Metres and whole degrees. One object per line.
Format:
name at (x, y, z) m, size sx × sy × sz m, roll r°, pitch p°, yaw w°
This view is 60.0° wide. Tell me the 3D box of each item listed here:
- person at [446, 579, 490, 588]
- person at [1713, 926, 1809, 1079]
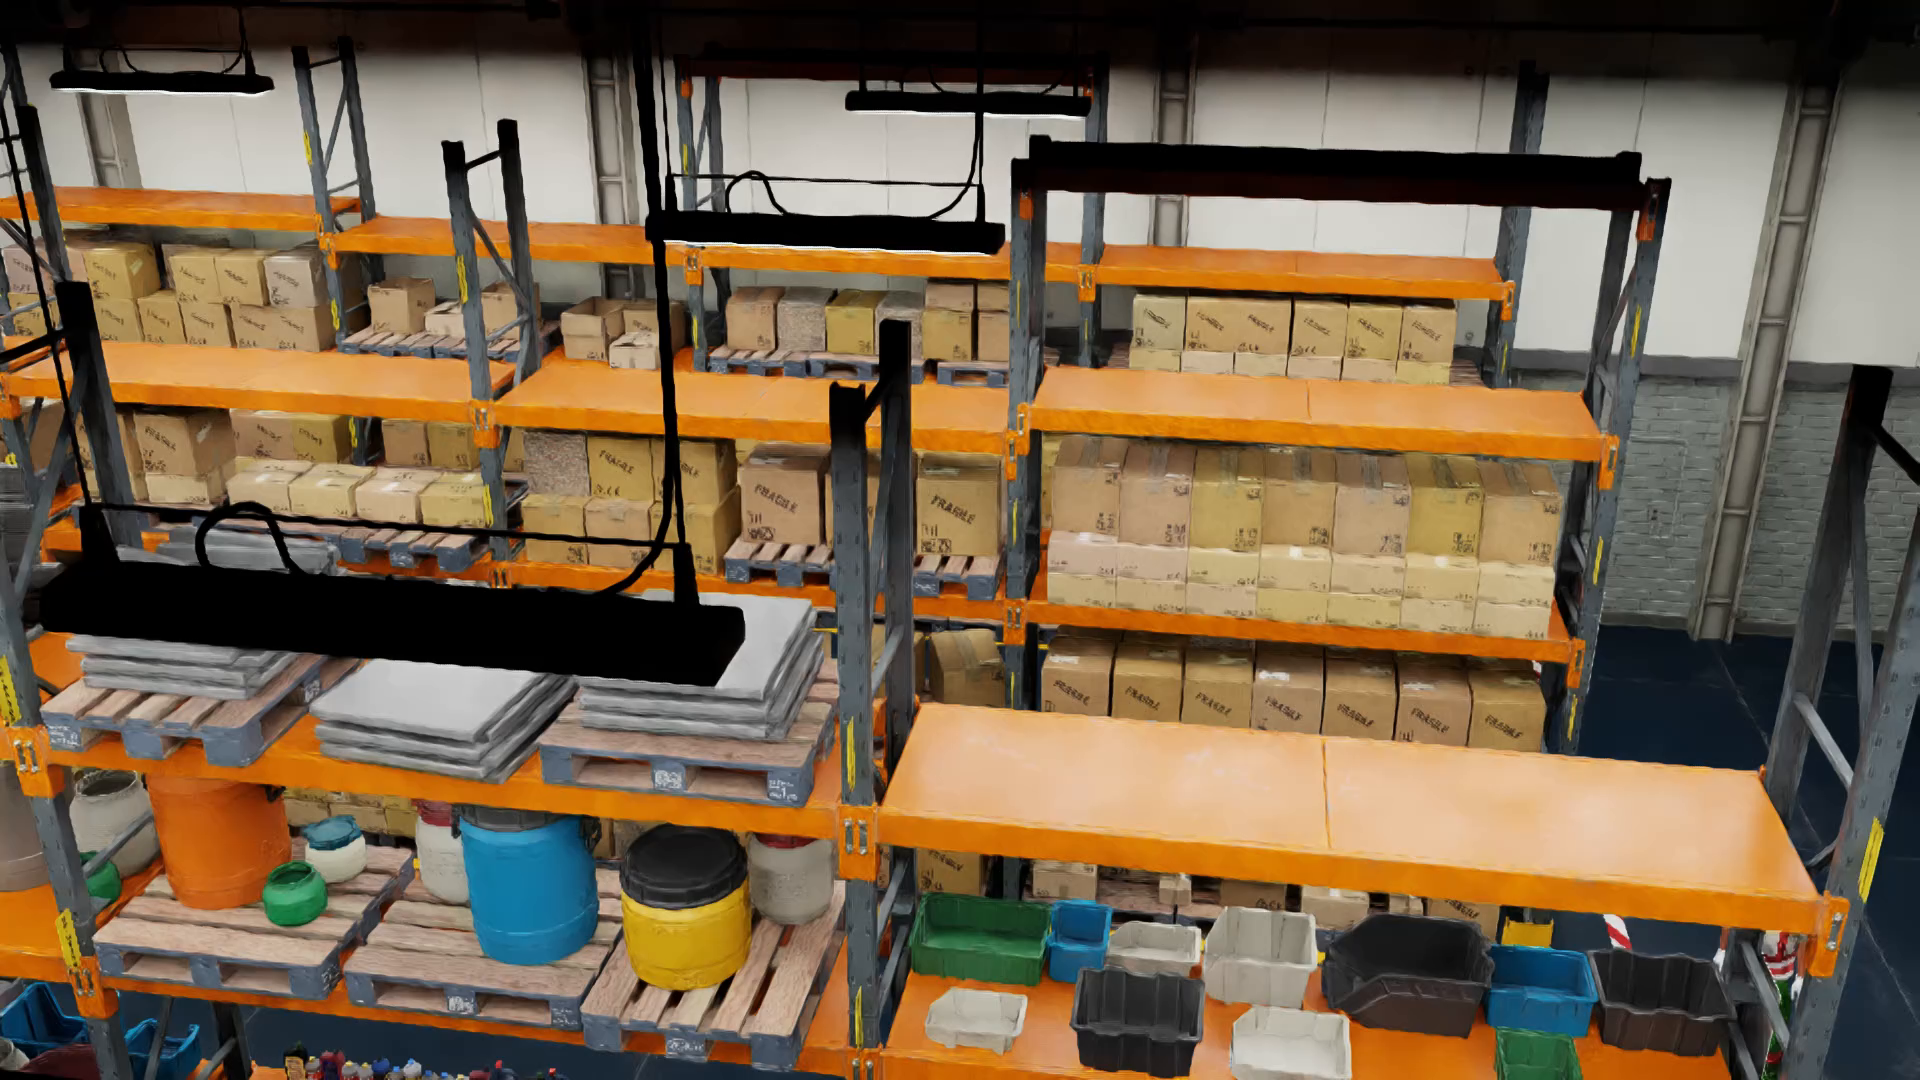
person at (-5.179, 0.327, 17.359) m, size 0.842 × 1.719 × 0.676 m, roll -3°, pitch 23°, yaw -6°
person at (5.421, 2.903, 11.211) m, size 0.531 × 1.785 × 0.715 m, roll -20°, pitch 30°, yaw -39°
